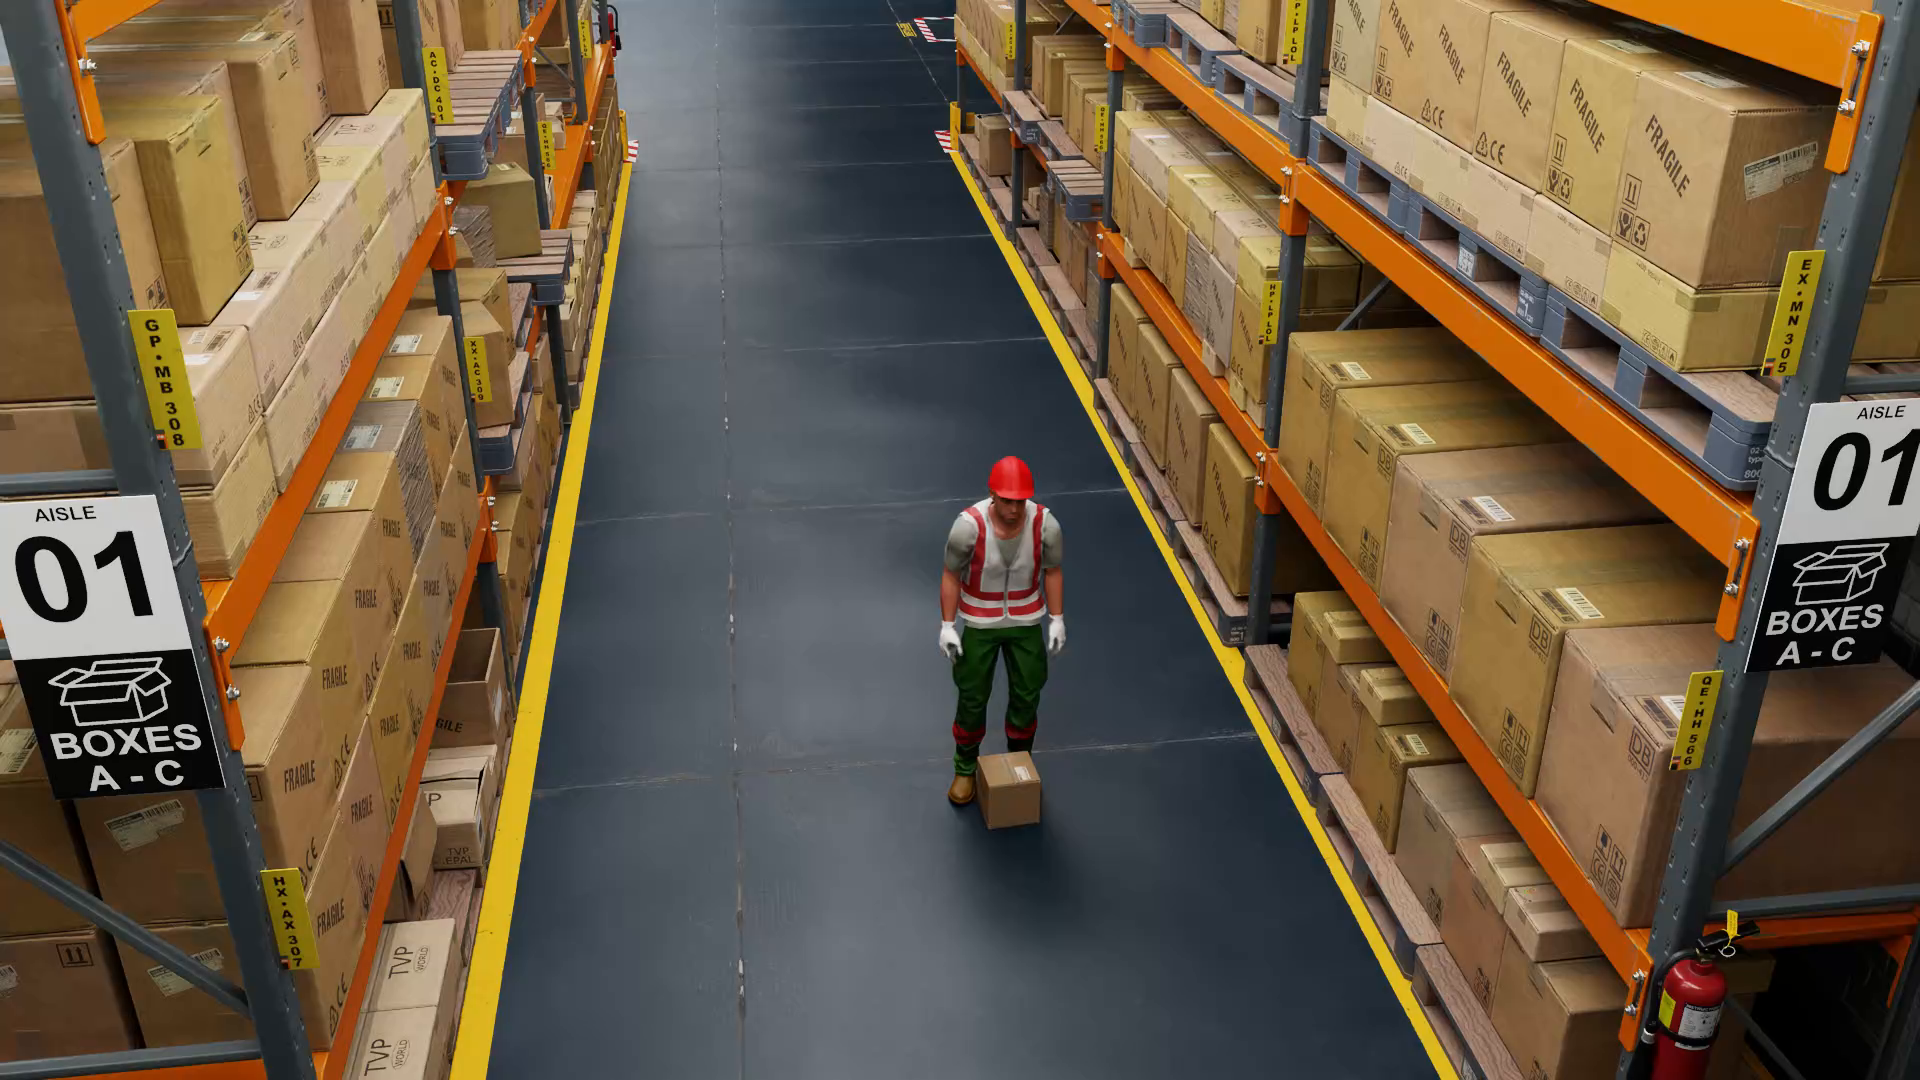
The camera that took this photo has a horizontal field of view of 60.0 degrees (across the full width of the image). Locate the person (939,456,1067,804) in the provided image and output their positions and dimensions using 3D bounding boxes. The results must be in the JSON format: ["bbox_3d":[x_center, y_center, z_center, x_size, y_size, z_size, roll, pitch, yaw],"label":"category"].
[{"bbox_3d":[0.200,0.410,7.792,0.607,1.780,0.450,-4,27,-7],"label":"person"}]
